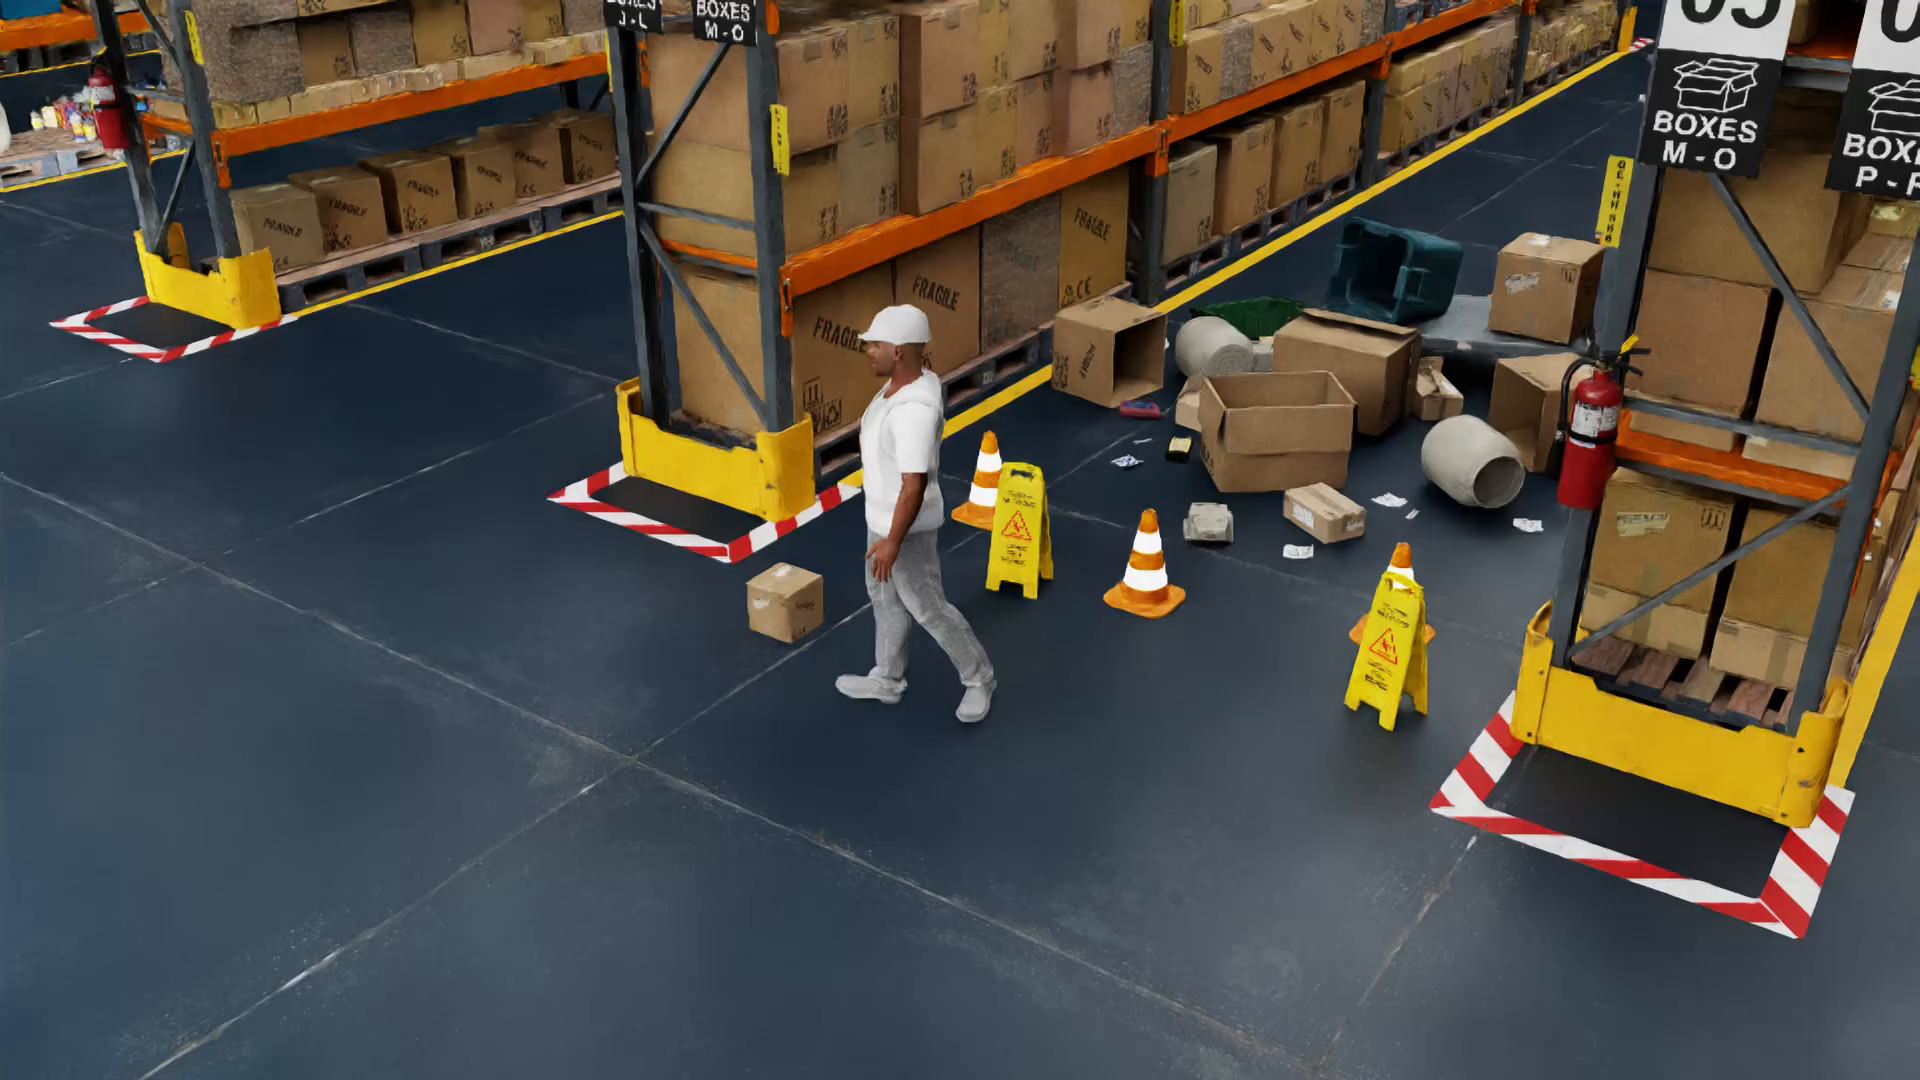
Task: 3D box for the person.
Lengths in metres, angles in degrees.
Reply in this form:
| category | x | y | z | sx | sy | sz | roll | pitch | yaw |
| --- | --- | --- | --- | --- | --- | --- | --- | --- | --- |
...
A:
| category | x | y | z | sx | sy | sz | roll | pitch | yaw |
| --- | --- | --- | --- | --- | --- | --- | --- | --- | --- |
| person | -0.190 | -0.109 | 6.812 | 0.683 | 1.758 | 0.671 | -4 | 27 | -7 |
